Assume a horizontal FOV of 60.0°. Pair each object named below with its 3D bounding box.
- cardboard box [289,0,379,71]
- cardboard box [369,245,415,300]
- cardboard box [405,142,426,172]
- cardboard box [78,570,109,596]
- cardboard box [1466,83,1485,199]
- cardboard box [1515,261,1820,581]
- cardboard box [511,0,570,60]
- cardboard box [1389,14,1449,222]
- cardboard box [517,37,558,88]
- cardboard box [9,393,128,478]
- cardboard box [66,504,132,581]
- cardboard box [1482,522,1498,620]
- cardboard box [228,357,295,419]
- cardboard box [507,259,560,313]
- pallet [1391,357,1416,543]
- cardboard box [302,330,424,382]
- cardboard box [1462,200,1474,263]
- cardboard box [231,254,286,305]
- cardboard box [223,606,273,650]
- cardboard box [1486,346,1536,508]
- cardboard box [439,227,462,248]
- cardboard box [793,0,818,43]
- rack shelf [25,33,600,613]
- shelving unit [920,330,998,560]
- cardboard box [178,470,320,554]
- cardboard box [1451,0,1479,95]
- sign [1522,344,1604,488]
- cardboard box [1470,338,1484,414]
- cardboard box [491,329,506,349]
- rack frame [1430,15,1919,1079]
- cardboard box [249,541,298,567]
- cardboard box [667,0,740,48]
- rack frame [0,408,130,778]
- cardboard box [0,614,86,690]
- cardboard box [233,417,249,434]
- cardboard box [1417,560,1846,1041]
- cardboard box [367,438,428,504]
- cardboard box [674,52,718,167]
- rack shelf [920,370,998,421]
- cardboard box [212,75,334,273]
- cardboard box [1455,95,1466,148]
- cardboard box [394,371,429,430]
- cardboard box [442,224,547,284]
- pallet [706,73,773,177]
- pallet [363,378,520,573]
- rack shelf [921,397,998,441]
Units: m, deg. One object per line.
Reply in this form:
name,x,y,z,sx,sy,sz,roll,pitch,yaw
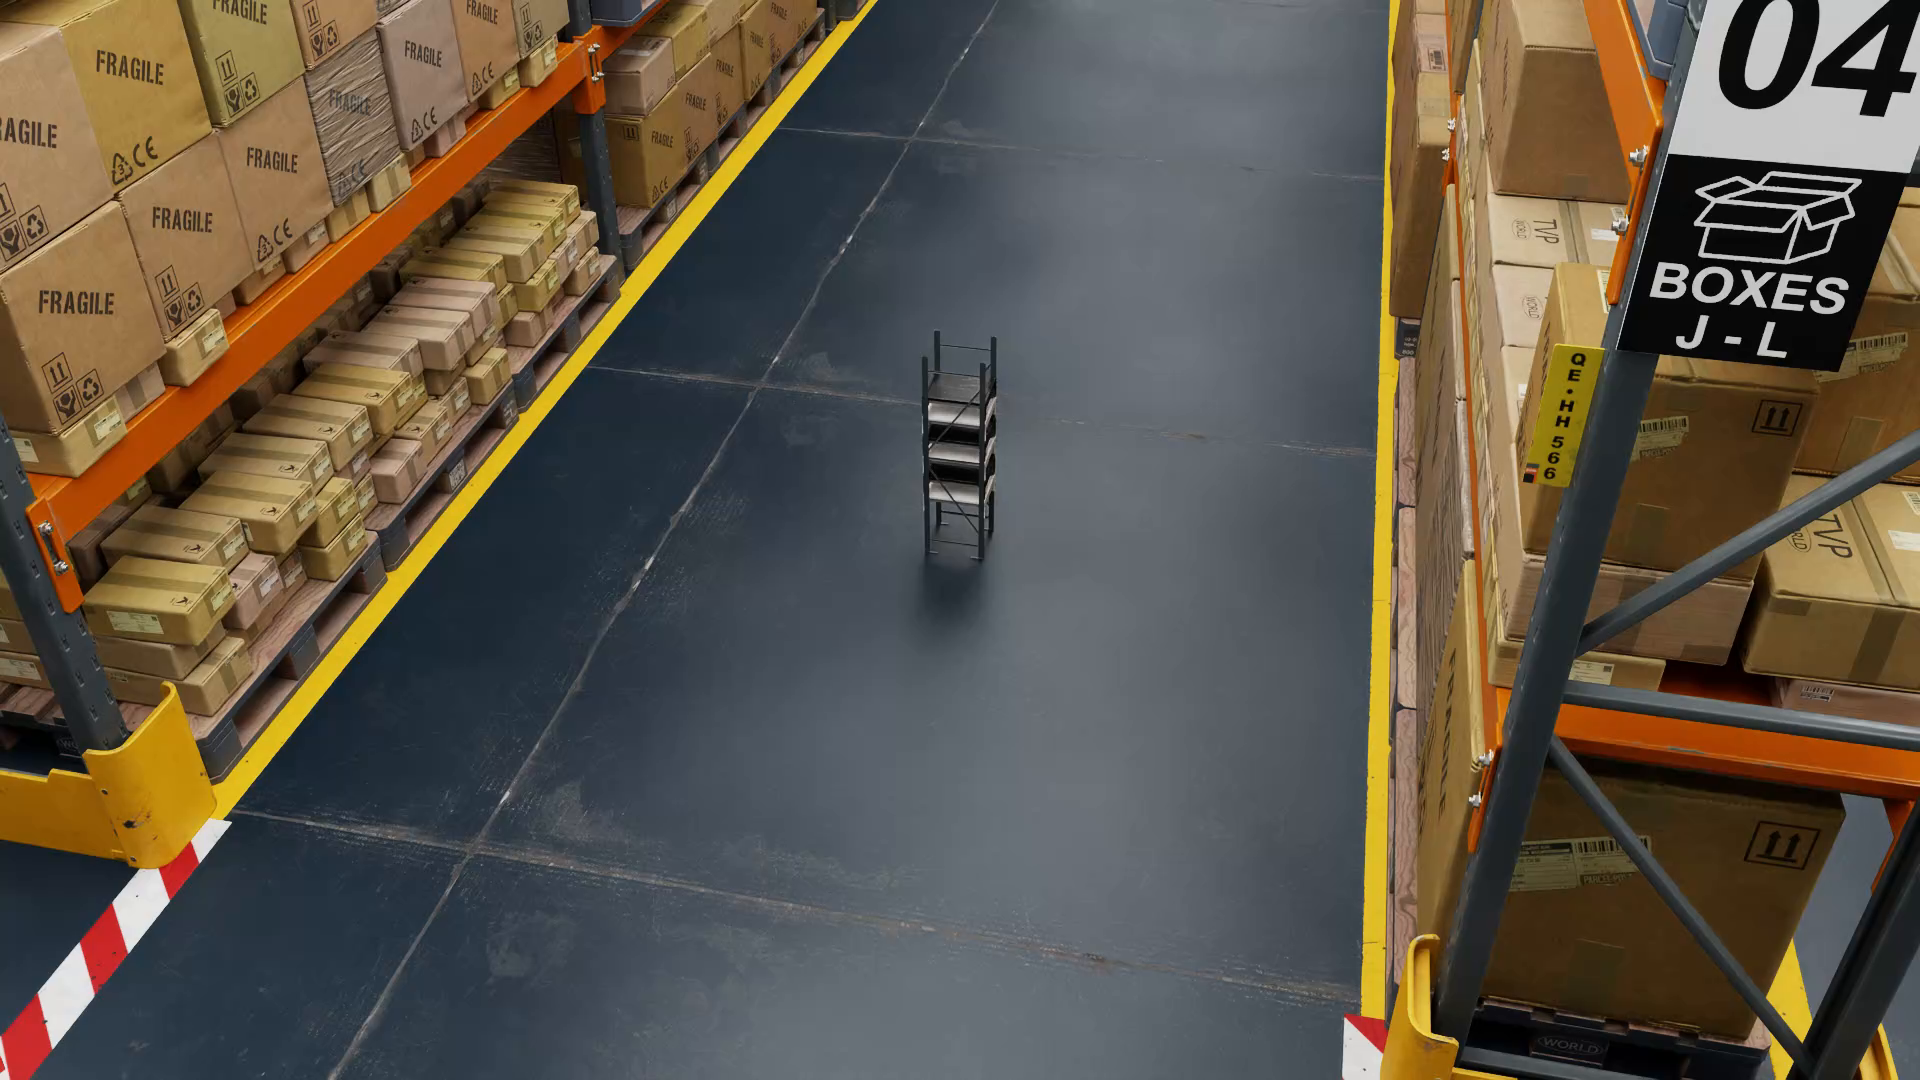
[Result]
cardboard box,-2.387,-1.953,5.698,0.500,0.500,0.500,6,36,8
cardboard box,-2.660,-1.209,7.427,0.380,0.149,0.250,6,36,9
cardboard box,-2.338,-1.533,6.523,0.380,0.149,0.250,7,36,9
cardboard box,-3.140,0.097,5.877,0.380,0.149,0.250,6,36,9
cardboard box,2.129,-1.437,6.051,0.500,0.250,0.500,7,37,10
cardboard box,1.589,-0.281,3.817,0.500,0.500,0.500,8,37,11
cardboard box,-2.055,-2.426,7.203,0.500,0.500,0.500,7,37,10
cardboard box,2.903,-2.090,8.530,1.225,0.875,0.875,6,36,8
cardboard box,-2.009,-2.122,7.336,0.380,0.149,0.250,6,36,9
cardboard box,-2.693,-0.328,4.860,0.380,0.149,0.250,7,37,10
cardboard box,-3.107,-0.014,5.777,0.380,0.149,0.250,8,37,11
cardboard box,1.550,0.102,4.268,0.380,0.149,0.250,8,37,10
cardboard box,-2.891,-0.617,6.609,0.380,0.149,0.250,6,36,8
cardboard box,-2.070,-1.181,7.642,0.380,0.149,0.250,6,36,8
pallet,2.357,-0.343,7.044,1.003,0.211,1.213,7,37,10
cardboard box,-2.416,-0.712,6.741,0.380,0.149,0.250,7,37,10
cardboard box,1.987,-1.069,5.884,0.380,0.149,0.250,7,36,9
cardboard box,-2.566,-0.945,5.711,0.380,0.149,0.250,7,37,10
cardboard box,-2.682,0.279,5.881,0.380,0.149,0.250,7,37,10
cardboard box,1.695,-0.267,4.436,0.500,0.250,0.500,7,36,9
cardboard box,-2.584,-1.390,7.930,0.380,0.149,0.250,8,37,10
cardboard box,-1.258,-3.619,10.960,0.500,0.500,0.500,7,37,10
rack shelf,-2.655,-1.140,6.380,1.077,0.370,4.000,7,37,10
shelving unit,-0.002,-0.360,6.479,0.258,0.900,0.210,7,37,10
cardboard box,-2.518,-0.101,5.898,0.380,0.149,0.250,7,37,10
cardboard box,2.429,-2.241,7.201,0.500,0.500,0.500,7,37,10
sign,1.215,-0.246,3.345,0.100,0.325,0.005,7,37,10
cardboard box,1.768,-0.483,5.075,0.380,0.149,0.250,7,37,10
cardboard box,-2.284,-0.892,7.497,0.380,0.149,0.250,6,36,9
rack frame,1.742,0.395,3.649,1.000,3.000,0.127,7,37,10
cardboard box,-2.640,0.009,5.999,0.380,0.149,0.250,8,37,11
cardboard box,-1.587,-3.028,9.505,0.500,0.250,0.500,9,37,12
rack frame,-3.082,-0.285,4.587,1.000,3.000,0.127,7,37,10
cardboard box,-3.173,0.371,5.753,0.380,0.149,0.250,8,37,11
cardboard box,-2.968,-0.501,6.703,0.380,0.149,0.250,9,37,12
cardboard box,1.800,0.708,4.670,0.875,0.875,0.875,7,37,10
cardboard box,-2.374,-0.287,6.662,0.380,0.149,0.250,6,36,8
cardboard box,-1.699,-2.430,9.319,0.500,0.500,0.500,9,37,12
rack shelf,-0.002,-0.551,6.341,0.258,0.077,0.200,7,37,10
cardboard box,-2.510,-1.258,5.591,0.500,0.500,0.500,8,37,11
cardboard box,2.208,-1.669,6.711,0.380,0.149,0.250,7,37,10
cardboard box,-2.430,-0.602,6.843,0.380,0.149,0.250,9,37,12
cardboard box,-2.111,-1.303,7.556,0.380,0.149,0.250,7,37,10
pallet,-1.804,-2.597,10.153,1.003,0.211,1.213,7,37,10
pallet,-2.595,-0.358,7.064,1.003,0.211,1.213,7,37,10
rack shelf,-0.002,-0.478,6.393,0.258,0.077,0.200,7,37,10
